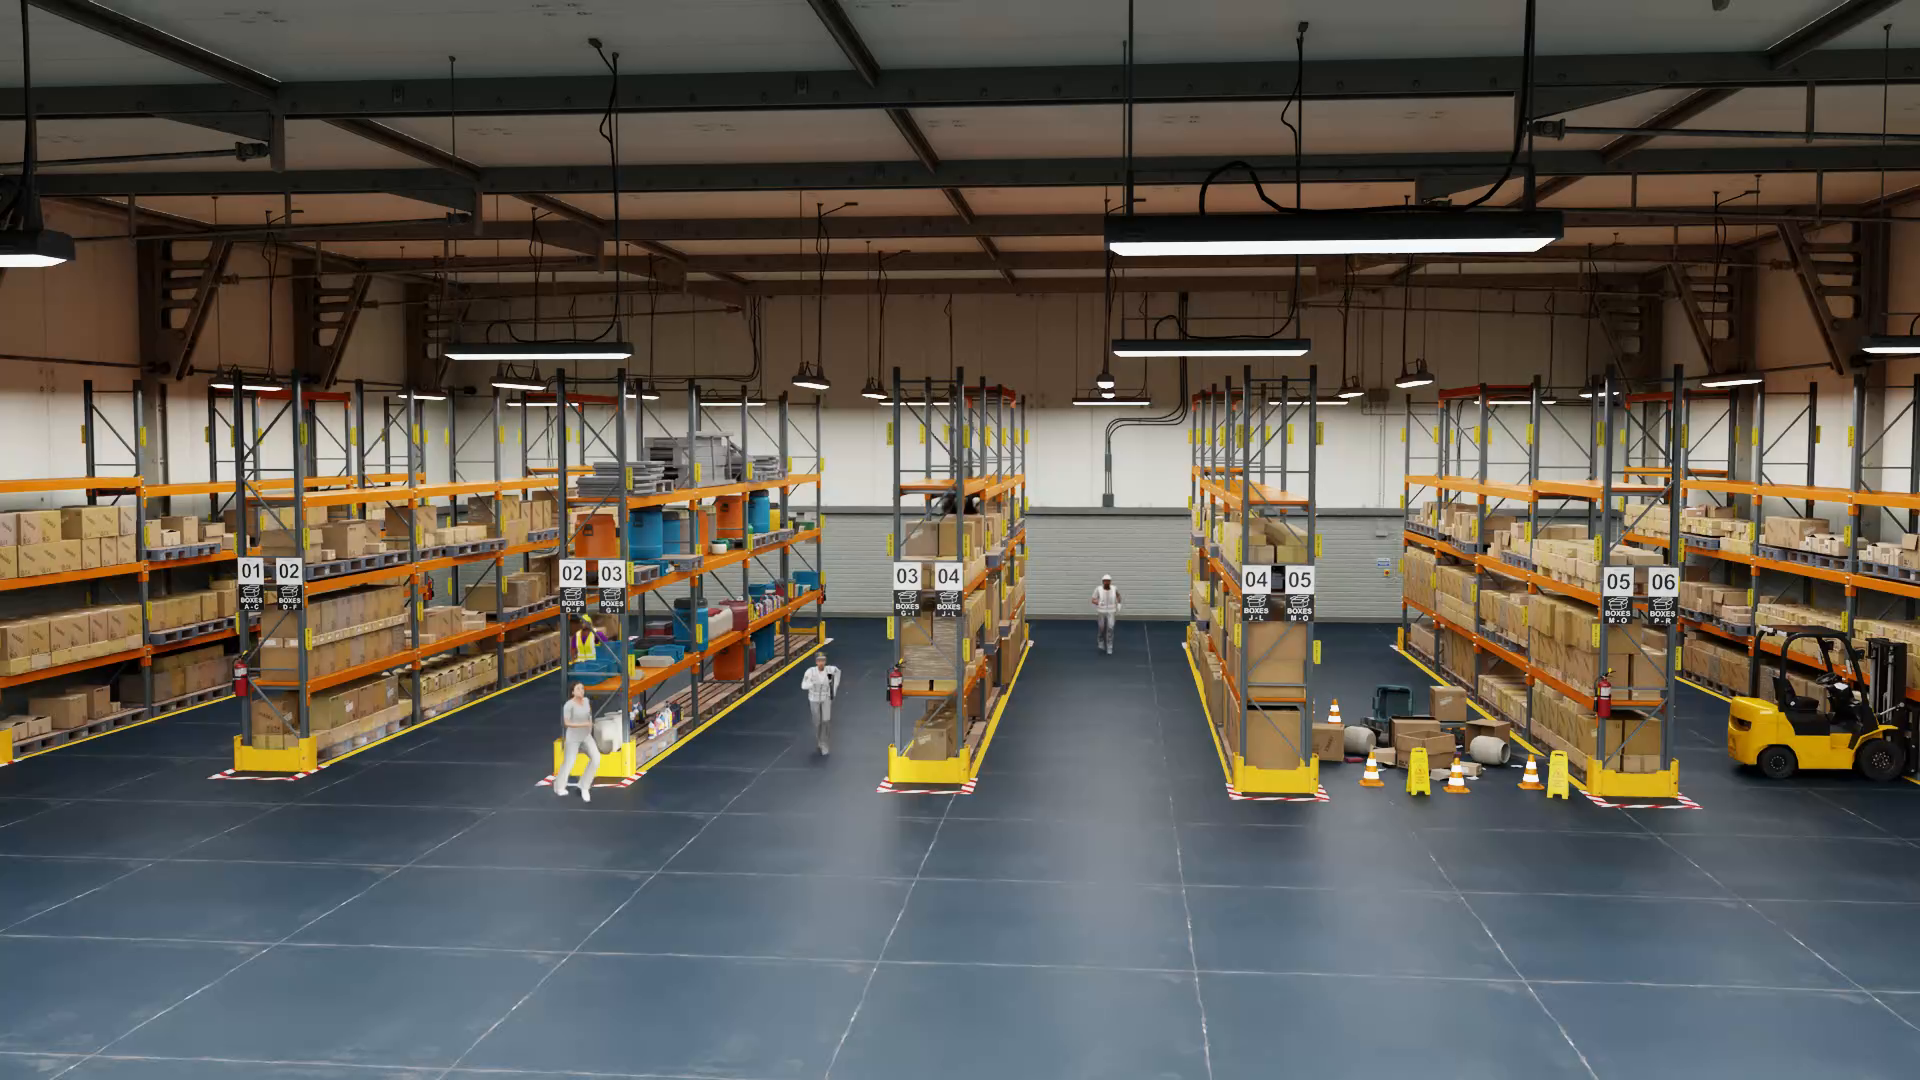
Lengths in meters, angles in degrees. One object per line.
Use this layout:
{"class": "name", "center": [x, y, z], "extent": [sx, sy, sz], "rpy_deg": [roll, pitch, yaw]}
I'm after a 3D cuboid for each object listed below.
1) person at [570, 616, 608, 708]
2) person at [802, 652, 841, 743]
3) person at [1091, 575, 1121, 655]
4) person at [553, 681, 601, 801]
{"class": "person", "center": [-6.824, 2.246, 30.577], "extent": [0.713, 1.730, 0.662], "rpy_deg": [1, 4, 9]}
{"class": "person", "center": [-2.181, 2.475, 26.156], "extent": [0.598, 1.505, 0.857], "rpy_deg": [0, 4, -2]}
{"class": "person", "center": [3.395, 1.715, 38.605], "extent": [0.703, 1.832, 0.850], "rpy_deg": [0, 4, -2]}
{"class": "person", "center": [-5.233, 2.747, 22.842], "extent": [0.847, 1.662, 0.573], "rpy_deg": [3, 5, 43]}
